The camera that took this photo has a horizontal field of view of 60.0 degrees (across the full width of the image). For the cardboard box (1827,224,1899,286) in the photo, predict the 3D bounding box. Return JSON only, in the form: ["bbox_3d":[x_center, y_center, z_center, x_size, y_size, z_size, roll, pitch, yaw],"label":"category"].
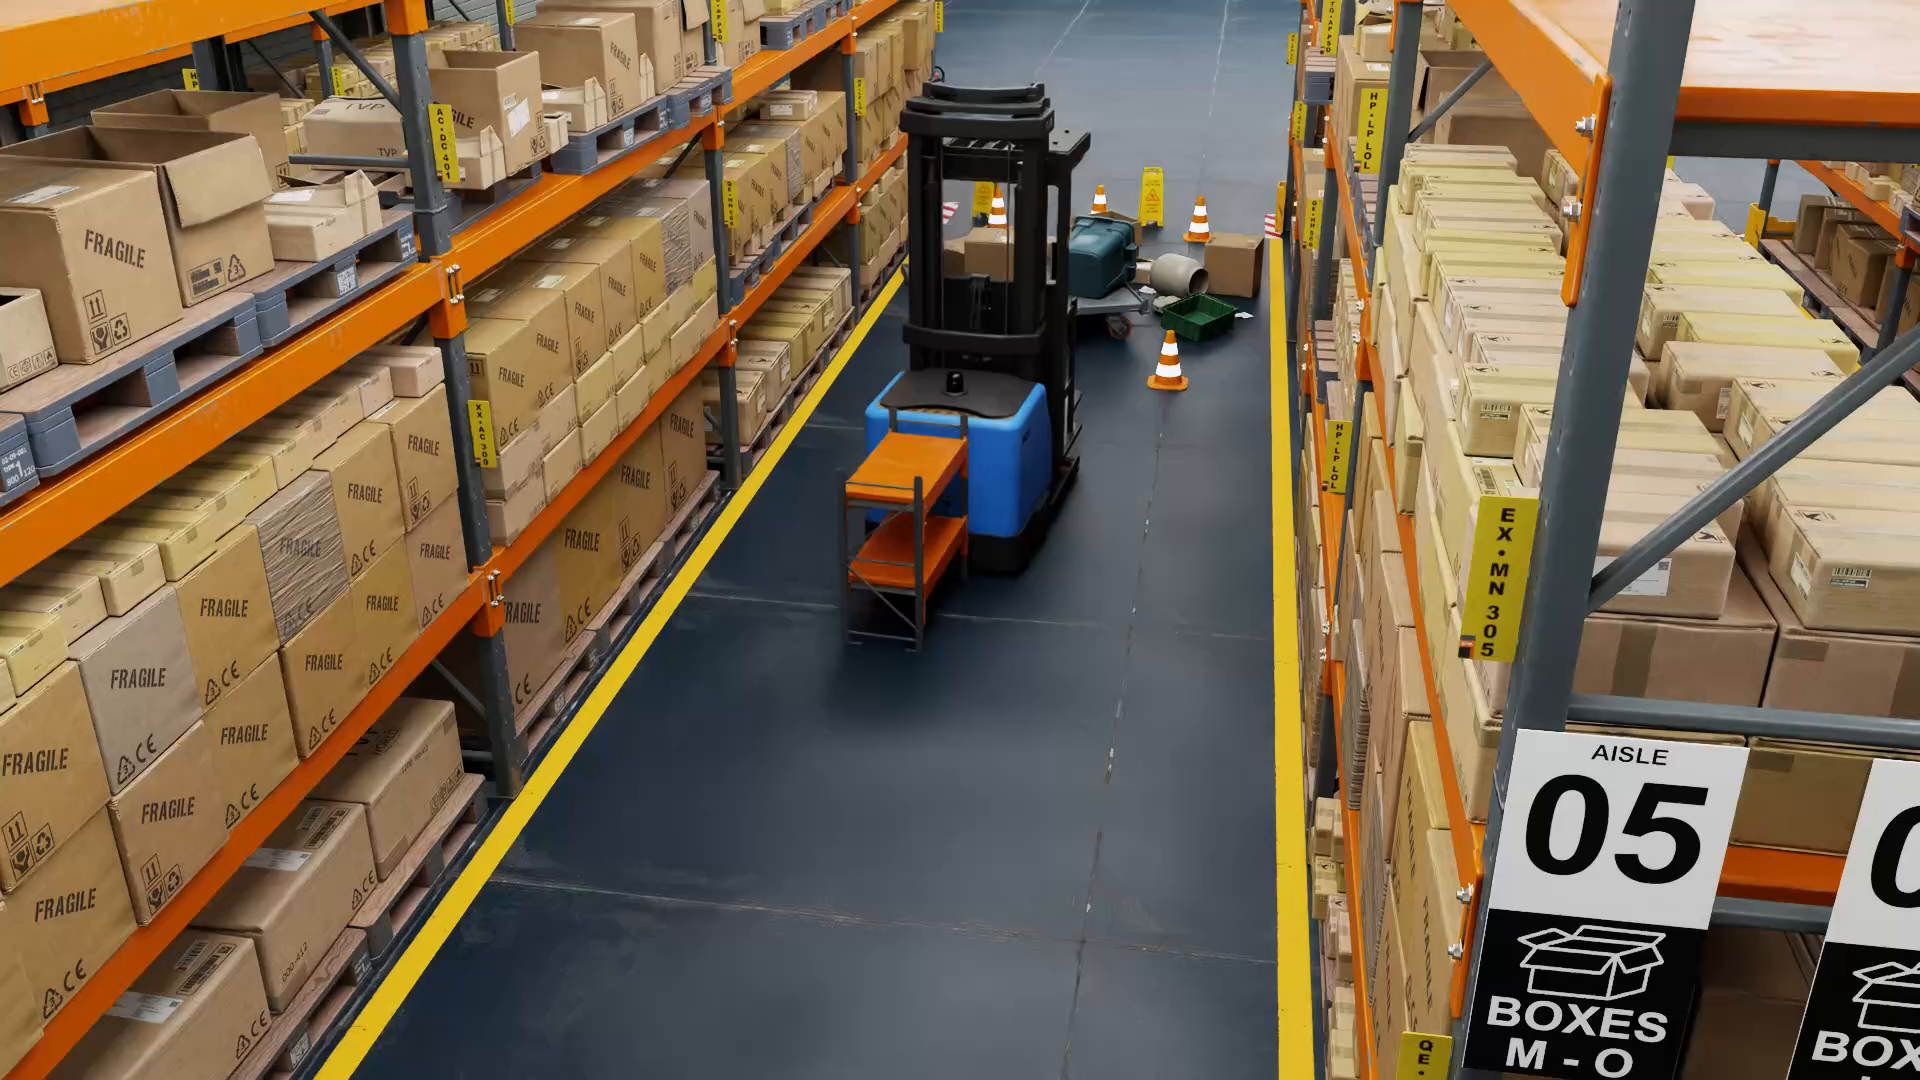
[{"bbox_3d":[8.694,-2.713,15.960,0.500,0.500,0.500,6,26,13],"label":"cardboard box"}]

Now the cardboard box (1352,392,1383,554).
[{"bbox_3d":[1.845,-0.256,6.610,0.500,0.500,0.500,5,25,10],"label":"cardboard box"}]

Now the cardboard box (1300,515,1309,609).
[{"bbox_3d":[2.288,0.178,9.784,0.500,0.500,0.500,3,25,7],"label":"cardboard box"}]

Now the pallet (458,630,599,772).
[{"bbox_3d":[-2.689,0.840,9.207,1.003,0.211,1.213,4,25,9],"label":"pallet"}]

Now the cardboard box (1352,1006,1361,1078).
[{"bbox_3d":[1.618,1.819,5.992,0.380,0.149,0.250,4,25,9],"label":"cardboard box"}]

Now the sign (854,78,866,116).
[{"bbox_3d":[-0.885,-3.929,14.739,0.100,0.325,0.005,4,25,9],"label":"sign"}]

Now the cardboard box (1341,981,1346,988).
[{"bbox_3d":[1.758,1.765,6.809,0.380,0.149,0.250,4,25,7],"label":"cardboard box"}]

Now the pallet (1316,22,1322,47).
[{"bbox_3d":[3.046,-3.481,11.834,1.003,0.211,1.213,5,26,11],"label":"pallet"}]

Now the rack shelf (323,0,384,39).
[{"bbox_3d":[-6.004,-5.653,17.098,1.077,0.370,4.000,4,25,9],"label":"rack shelf"}]

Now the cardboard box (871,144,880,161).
[{"bbox_3d":[-0.987,-3.760,16.042,0.380,0.149,0.250,5,26,10],"label":"cardboard box"}]

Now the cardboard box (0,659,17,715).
[{"bbox_3d":[-2.935,0.441,4.707,0.380,0.149,0.250,5,26,10],"label":"cardboard box"}]

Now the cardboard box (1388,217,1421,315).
[{"bbox_3d":[1.758,-0.919,5.724,0.500,0.250,0.500,4,25,8],"label":"cardboard box"}]

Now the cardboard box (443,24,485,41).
[{"bbox_3d":[-5.537,-5.661,18.571,0.380,0.149,0.250,4,25,9],"label":"cardboard box"}]

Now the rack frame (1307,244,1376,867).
[{"bbox_3d":[2.159,0.205,7.273,1.000,3.000,0.127,4,25,9],"label":"rack frame"}]

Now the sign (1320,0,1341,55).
[{"bbox_3d":[2.267,-3.138,10.174,0.100,0.325,0.005,4,25,9],"label":"sign"}]

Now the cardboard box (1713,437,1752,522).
[{"bbox_3d":[1.918,-0.023,3.809,0.500,0.250,0.500,4,25,8],"label":"cardboard box"}]

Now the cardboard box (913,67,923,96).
[{"bbox_3d":[-0.683,-4.839,17.581,0.500,0.500,0.500,4,25,9],"label":"cardboard box"}]

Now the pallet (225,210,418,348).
[{"bbox_3d":[-2.885,-1.072,6.569,1.003,0.211,1.213,4,25,9],"label":"pallet"}]

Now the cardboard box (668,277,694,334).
[{"bbox_3d":[-1.996,-1.492,10.486,0.500,0.250,0.500,3,25,7],"label":"cardboard box"}]

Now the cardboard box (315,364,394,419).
[{"bbox_3d":[-2.627,-0.634,7.003,0.380,0.149,0.250,5,25,10],"label":"cardboard box"}]

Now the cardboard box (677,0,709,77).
[{"bbox_3d":[-2.000,-3.196,10.383,0.797,0.503,0.637,2,25,5],"label":"cardboard box"}]

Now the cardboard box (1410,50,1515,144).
[{"bbox_3d":[2.541,-2.027,7.887,0.797,0.503,0.637,4,25,8],"label":"cardboard box"}]

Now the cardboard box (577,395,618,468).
[{"bbox_3d":[-2.226,-0.623,9.219,0.500,0.250,0.500,4,25,8],"label":"cardboard box"}]

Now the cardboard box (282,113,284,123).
[{"bbox_3d":[-6.284,-3.756,14.854,0.380,0.149,0.250,4,25,8],"label":"cardboard box"}]

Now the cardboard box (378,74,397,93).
[{"bbox_3d":[-5.850,-4.555,16.560,0.380,0.149,0.250,5,25,10],"label":"cardboard box"}]

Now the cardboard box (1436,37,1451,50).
[{"bbox_3d":[2.970,-2.615,9.642,0.500,0.500,0.500,4,25,9],"label":"cardboard box"}]

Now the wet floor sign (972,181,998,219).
[{"bbox_3d":[0.307,-4.053,19.148,0.267,0.644,0.232,13,28,26],"label":"wet floor sign"}]

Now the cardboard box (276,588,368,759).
[{"bbox_3d":[-2.711,0.498,6.530,0.500,0.500,0.500,4,25,8],"label":"cardboard box"}]

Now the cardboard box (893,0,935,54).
[{"bbox_3d":[-0.648,-5.518,17.852,0.700,0.500,0.500,3,25,7],"label":"cardboard box"}]

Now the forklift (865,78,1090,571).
[{"bbox_3d":[0.254,-1.731,11.491,1.130,2.935,3.031,6,26,13],"label":"forklift"}]

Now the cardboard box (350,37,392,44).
[{"bbox_3d":[-6.262,-5.269,17.734,0.380,0.149,0.250,3,25,7],"label":"cardboard box"}]

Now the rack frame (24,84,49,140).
[{"bbox_3d":[-6.985,-2.111,12.221,1.000,3.000,0.127,4,25,9],"label":"rack frame"}]

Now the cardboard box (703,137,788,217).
[{"bbox_3d":[-1.627,-2.752,12.626,0.500,0.500,0.500,4,25,9],"label":"cardboard box"}]

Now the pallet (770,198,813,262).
[{"bbox_3d":[-1.804,-2.512,13.305,1.003,0.211,1.213,4,25,9],"label":"pallet"}]

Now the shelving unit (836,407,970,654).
[{"bbox_3d":[-0.326,-0.078,10.089,0.538,1.125,1.048,6,26,13],"label":"shelving unit"}]

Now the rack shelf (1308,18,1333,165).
[{"bbox_3d":[3.140,-3.337,12.151,1.077,0.370,4.000,4,25,9],"label":"rack shelf"}]

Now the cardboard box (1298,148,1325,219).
[{"bbox_3d":[3.115,-2.984,13.970,0.500,0.500,0.500,4,25,9],"label":"cardboard box"}]

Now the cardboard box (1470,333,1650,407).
[{"bbox_3d":[1.485,-0.402,4.150,0.380,0.149,0.250,3,25,7],"label":"cardboard box"}]

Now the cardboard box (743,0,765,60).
[{"bbox_3d":[-1.866,-3.813,12.199,0.797,0.503,0.637,4,25,9],"label":"cardboard box"}]

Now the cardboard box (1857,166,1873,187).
[{"bbox_3d":[8.342,-3.270,14.995,0.380,0.149,0.250,4,25,9],"label":"cardboard box"}]

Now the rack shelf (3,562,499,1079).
[{"bbox_3d":[-3.068,1.067,6.281,1.077,0.370,4.000,4,25,9],"label":"rack shelf"}]

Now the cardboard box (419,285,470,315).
[{"bbox_3d":[-2.838,-1.015,8.582,0.500,0.500,0.500,5,25,10],"label":"cardboard box"}]

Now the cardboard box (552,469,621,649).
[{"bbox_3d":[-2.578,0.034,9.651,0.875,0.875,0.875,5,26,10],"label":"cardboard box"}]

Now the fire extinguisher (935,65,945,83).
[{"bbox_3d":[-0.306,-5.095,18.688,0.296,0.674,0.183,4,25,9],"label":"fire extinguisher"}]

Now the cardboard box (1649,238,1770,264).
[{"bbox_3d":[2.192,-0.800,4.999,0.380,0.149,0.250,4,25,8],"label":"cardboard box"}]

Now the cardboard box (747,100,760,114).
[{"bbox_3d":[-1.874,-3.426,14.066,0.500,0.500,0.500,4,25,9],"label":"cardboard box"}]

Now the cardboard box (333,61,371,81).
[{"bbox_3d":[-6.000,-4.593,16.290,0.380,0.149,0.250,4,25,8],"label":"cardboard box"}]

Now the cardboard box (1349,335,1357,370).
[{"bbox_3d":[2.289,-0.980,8.904,0.380,0.149,0.250,4,25,8],"label":"cardboard box"}]

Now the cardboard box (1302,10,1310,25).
[{"bbox_3d":[4.022,-5.218,17.409,0.875,0.550,0.550,4,25,9],"label":"cardboard box"}]

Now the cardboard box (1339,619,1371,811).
[{"bbox_3d":[1.638,0.631,5.895,0.500,0.500,0.500,3,25,7],"label":"cardboard box"}]

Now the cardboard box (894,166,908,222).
[{"bbox_3d":[-0.825,-3.616,17.301,0.500,0.500,0.500,3,25,7],"label":"cardboard box"}]

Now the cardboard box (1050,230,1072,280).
[{"bbox_3d":[1.286,-2.743,16.357,0.797,0.637,0.503,4,25,9],"label":"cardboard box"}]

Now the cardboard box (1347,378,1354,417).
[{"bbox_3d":[2.241,-0.737,8.737,0.380,0.149,0.250,4,25,9],"label":"cardboard box"}]
